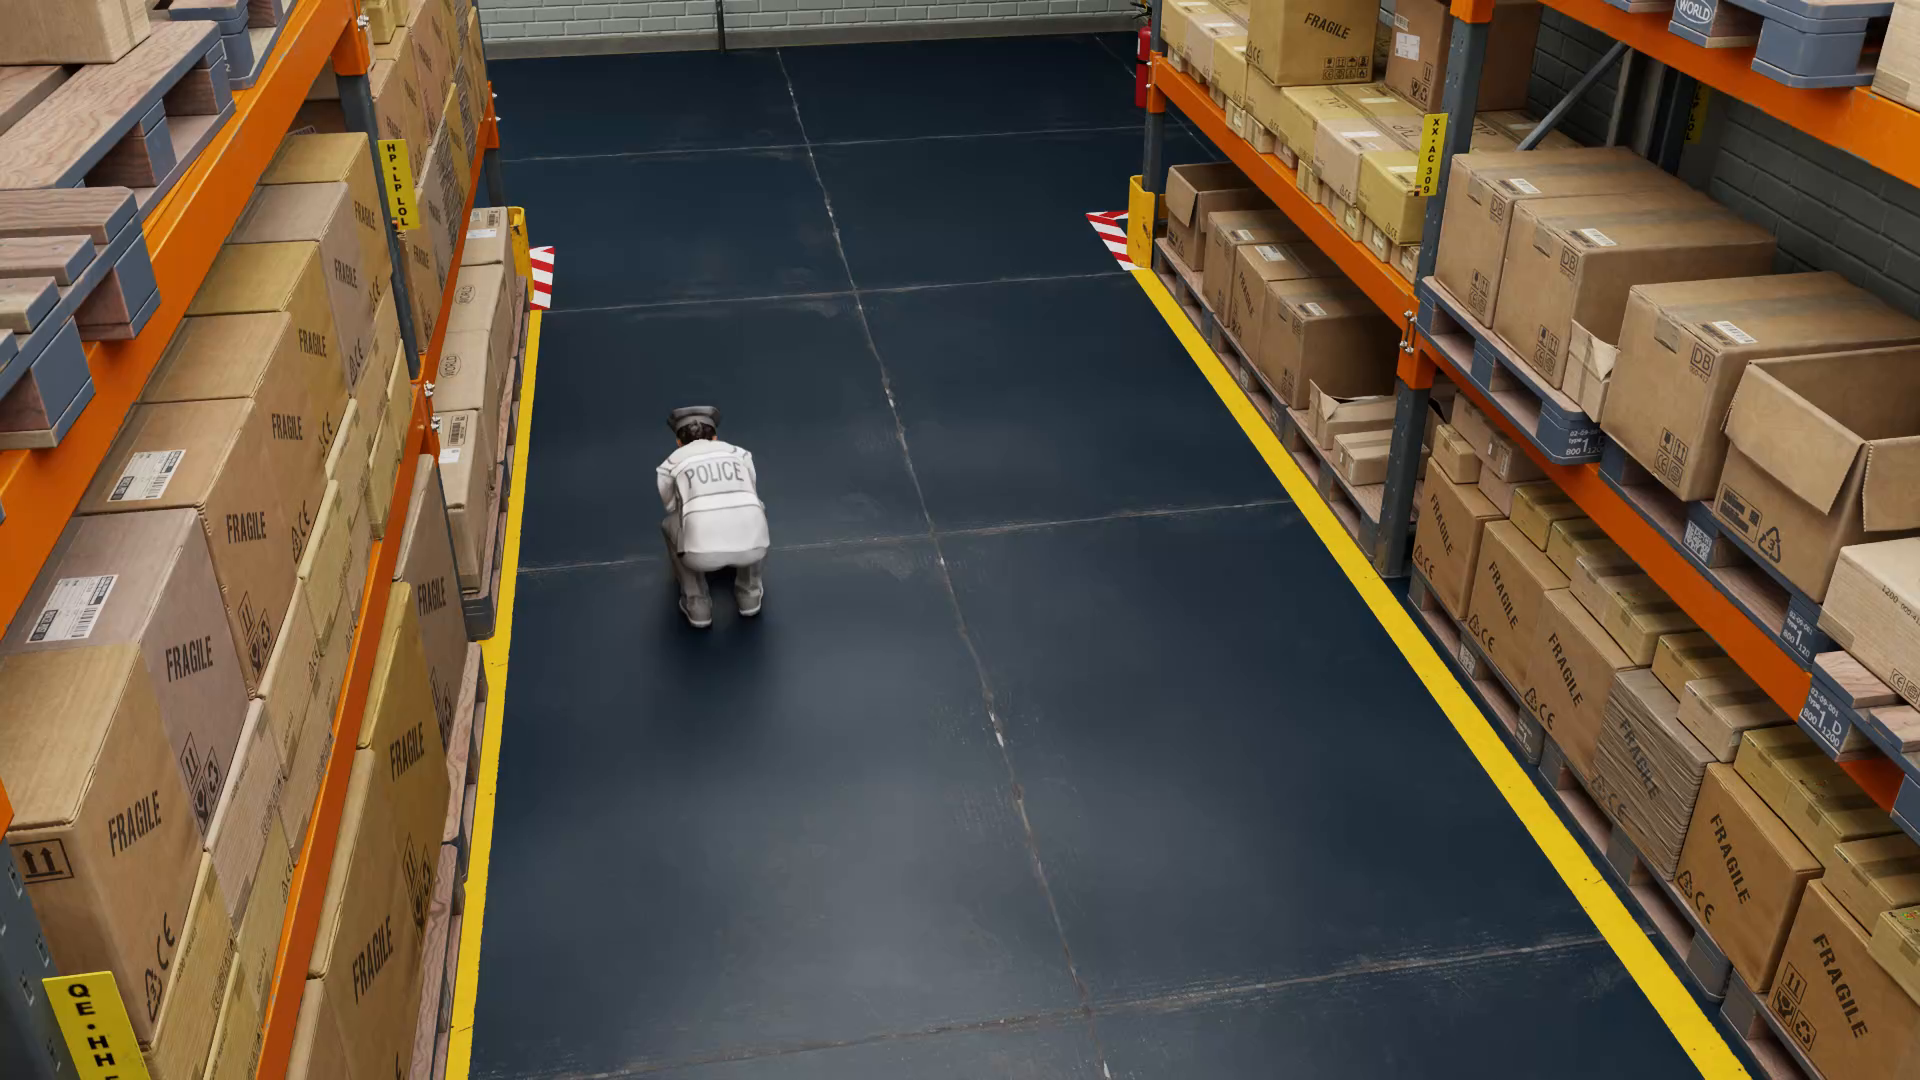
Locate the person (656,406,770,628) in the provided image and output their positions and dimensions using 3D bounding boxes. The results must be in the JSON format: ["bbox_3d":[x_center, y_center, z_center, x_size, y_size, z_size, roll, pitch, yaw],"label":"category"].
[{"bbox_3d":[-1.065,-0.085,7.198,0.456,0.819,0.899,-6,31,-10],"label":"person"}]
